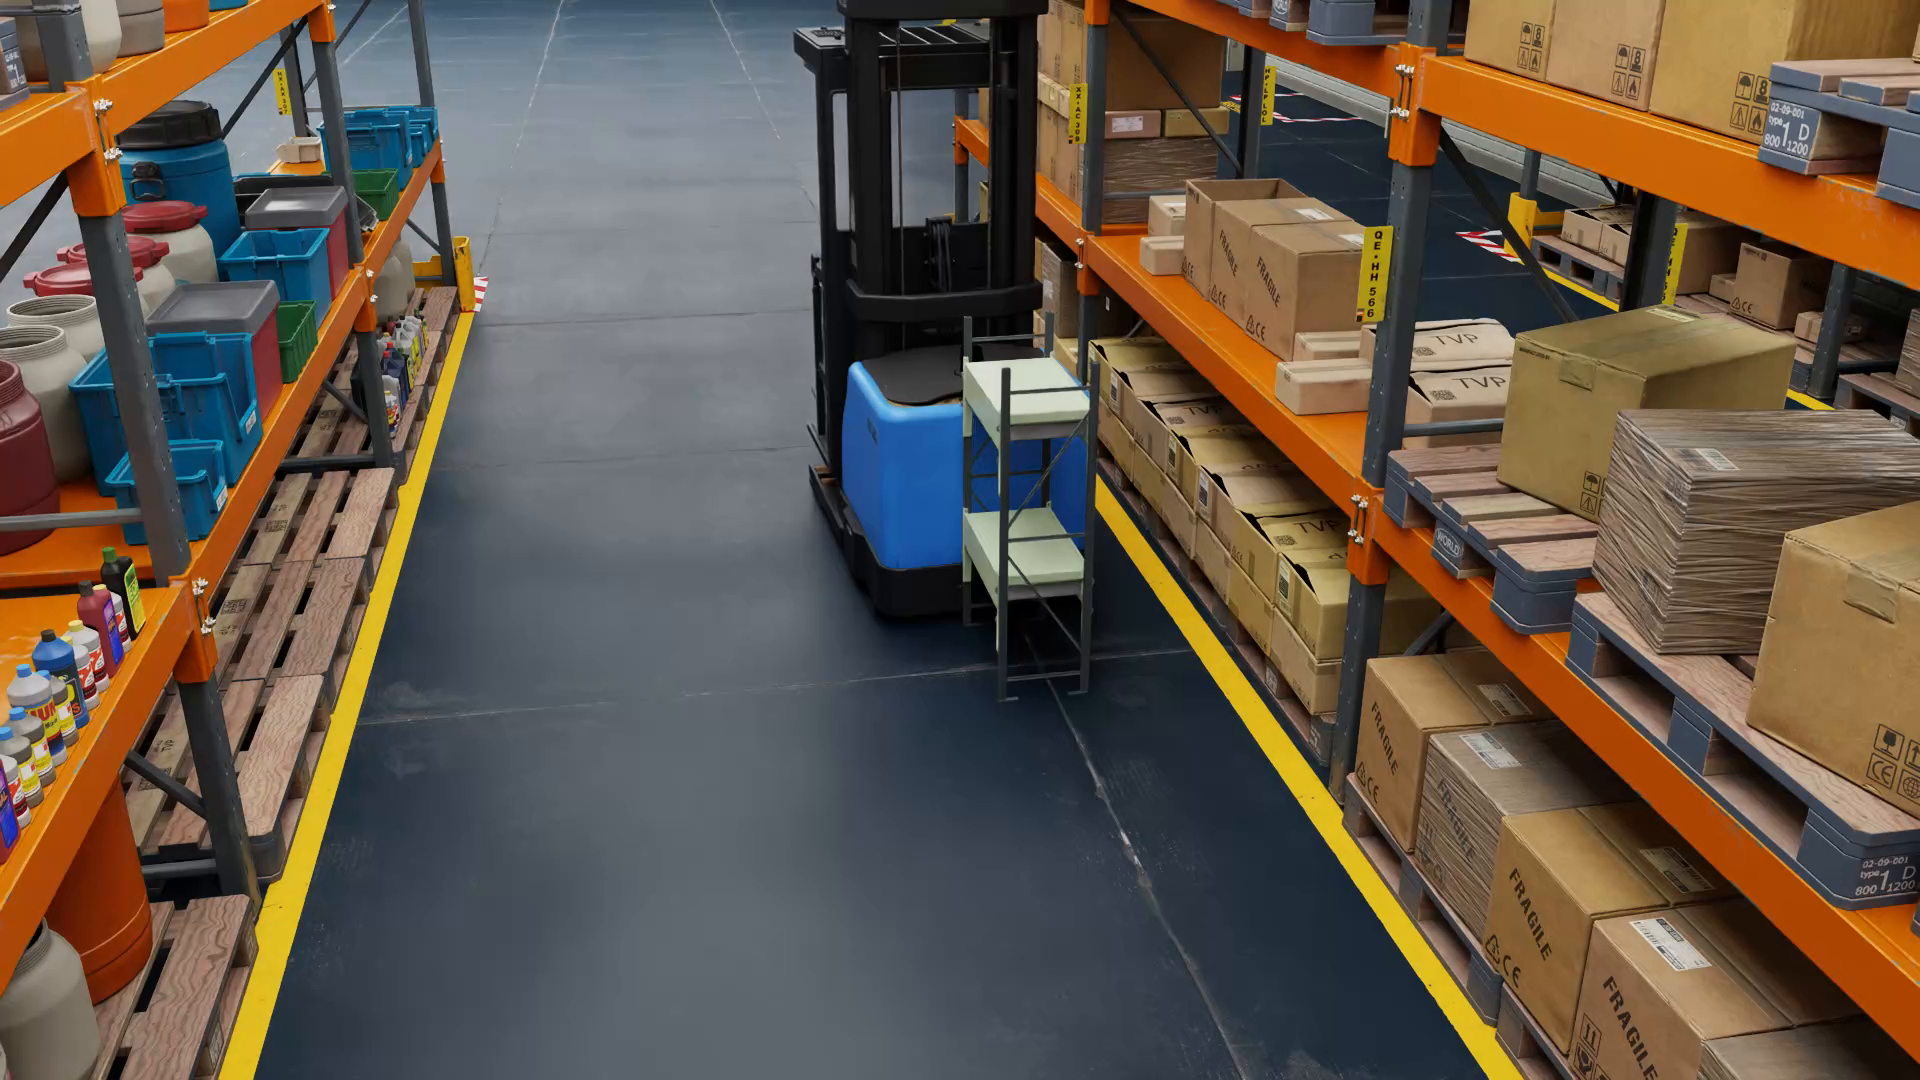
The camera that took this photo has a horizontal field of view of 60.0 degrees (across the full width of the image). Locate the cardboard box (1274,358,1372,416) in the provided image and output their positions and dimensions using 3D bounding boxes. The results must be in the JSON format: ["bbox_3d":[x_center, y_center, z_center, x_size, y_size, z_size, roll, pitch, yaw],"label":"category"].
[{"bbox_3d":[1.503,-0.624,6.744,0.380,0.149,0.250,-4,24,-10],"label":"cardboard box"}]

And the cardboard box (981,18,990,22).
[{"bbox_3d":[0.545,-3.987,12.386,0.700,0.500,0.500,-4,24,-10],"label":"cardboard box"}]

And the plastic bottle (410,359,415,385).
[{"bbox_3d":[-3.473,-1.068,10.395,0.097,0.201,0.097,0,24,0],"label":"plastic bottle"}]

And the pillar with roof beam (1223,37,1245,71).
[{"bbox_3d":[-0.141,-10.860,22.372,9.100,9.000,0.400,-4,24,-10],"label":"pillar with roof beam"}]

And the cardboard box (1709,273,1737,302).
[{"bbox_3d":[5.793,-1.873,12.302,0.380,0.149,0.250,-6,24,-14],"label":"cardboard box"}]

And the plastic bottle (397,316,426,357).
[{"bbox_3d":[-3.617,-1.349,10.945,0.152,0.276,0.135,-4,24,-9],"label":"plastic bottle"}]

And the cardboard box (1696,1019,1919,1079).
[{"bbox_3d":[2.132,1.547,4.035,0.500,0.500,0.500,-4,24,-9],"label":"cardboard box"}]

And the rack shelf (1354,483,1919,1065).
[{"bbox_3d":[2.311,0.711,4.273,1.077,0.370,4.000,-4,24,-10],"label":"rack shelf"}]

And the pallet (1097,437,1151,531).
[{"bbox_3d":[1.376,-0.414,9.434,1.003,0.211,1.213,-4,24,-10],"label":"pallet"}]

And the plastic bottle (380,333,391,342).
[{"bbox_3d":[-3.711,-1.244,10.797,0.097,0.201,0.097,0,24,0],"label":"plastic bottle"}]

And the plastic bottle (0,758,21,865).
[{"bbox_3d":[-2.222,0.590,3.797,0.061,0.283,0.133,-4,24,-10],"label":"plastic bottle"}]

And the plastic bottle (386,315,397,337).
[{"bbox_3d":[-3.722,-1.345,10.925,0.061,0.283,0.133,-4,24,-10],"label":"plastic bottle"}]

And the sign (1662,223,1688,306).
[{"bbox_3d":[2.472,-0.944,5.815,0.100,0.325,0.005,-4,24,-10],"label":"sign"}]

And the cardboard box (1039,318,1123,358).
[{"bbox_3d":[0.818,-1.275,10.832,0.500,0.250,0.500,-4,24,-10],"label":"cardboard box"}]

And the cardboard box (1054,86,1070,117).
[{"bbox_3d":[0.796,-2.716,10.287,0.380,0.149,0.250,-4,24,-10],"label":"cardboard box"}]

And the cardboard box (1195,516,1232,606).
[{"bbox_3d":[1.415,0.073,7.746,0.500,0.250,0.500,-4,24,-9],"label":"cardboard box"}]

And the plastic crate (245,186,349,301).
[{"bbox_3d":[-3.277,-1.475,8.300,0.402,0.464,0.583,-4,24,-10],"label":"plastic crate"}]

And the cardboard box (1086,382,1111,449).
[{"bbox_3d":[1.032,-0.734,9.594,0.500,0.250,0.500,-5,24,-11],"label":"cardboard box"}]

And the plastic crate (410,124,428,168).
[{"bbox_3d":[-3.906,-2.688,11.343,0.499,0.251,0.408,-4,24,-10],"label":"plastic crate"}]

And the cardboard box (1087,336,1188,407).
[{"bbox_3d":[1.033,-0.987,9.473,0.500,0.311,0.500,-4,24,-10],"label":"cardboard box"}]

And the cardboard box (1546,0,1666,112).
[{"bbox_3d":[2.149,-1.456,4.464,0.910,0.500,0.500,-4,24,-10],"label":"cardboard box"}]

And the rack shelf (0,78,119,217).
[{"bbox_3d":[-2.558,-0.299,2.837,1.077,0.370,4.000,-4,24,-10],"label":"rack shelf"}]

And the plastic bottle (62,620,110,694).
[{"bbox_3d":[-2.388,0.316,4.528,0.097,0.201,0.097,0,24,0],"label":"plastic bottle"}]

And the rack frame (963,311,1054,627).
[{"bbox_3d":[0.213,-0.296,7.546,0.400,1.500,0.023,-5,24,-11],"label":"rack frame"}]

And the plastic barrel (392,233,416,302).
[{"bbox_3d":[-4.210,-1.986,12.134,0.421,0.512,0.421,0,24,0],"label":"plastic barrel"}]

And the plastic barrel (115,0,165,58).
[{"bbox_3d":[-2.866,-1.984,5.170,0.600,0.901,0.600,0,24,0],"label":"plastic barrel"}]

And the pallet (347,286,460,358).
[{"bbox_3d":[-4.202,-1.563,12.065,1.003,0.211,1.213,-4,24,-10],"label":"pallet"}]

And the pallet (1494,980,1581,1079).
[{"bbox_3d":[2.264,1.648,4.714,1.003,0.211,1.213,-4,24,-10],"label":"pallet"}]

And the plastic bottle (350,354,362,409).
[{"bbox_3d":[-3.551,-0.939,9.912,0.144,0.351,0.185,-4,24,-10],"label":"plastic bottle"}]

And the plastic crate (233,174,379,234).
[{"bbox_3d":[-3.639,-1.801,9.203,0.767,0.338,0.504,-4,24,-10],"label":"plastic crate"}]

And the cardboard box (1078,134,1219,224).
[{"bbox_3d":[1.113,-2.199,9.912,0.700,0.500,0.500,-5,24,-11],"label":"cardboard box"}]

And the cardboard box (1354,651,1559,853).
[{"bbox_3d":[1.744,0.739,5.885,0.500,0.500,0.500,-3,24,-7],"label":"cardboard box"}]

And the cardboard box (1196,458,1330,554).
[{"bbox_3d":[1.409,-0.185,7.637,0.500,0.311,0.500,-4,24,-10],"label":"cardboard box"}]

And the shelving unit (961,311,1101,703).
[{"bbox_3d":[0.286,-0.151,7.218,0.431,1.500,0.755,-5,24,-11],"label":"shelving unit"}]

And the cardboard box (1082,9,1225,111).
[{"bbox_3d":[1.113,-2.793,9.652,0.700,0.500,0.500,-4,24,-9],"label":"cardboard box"}]

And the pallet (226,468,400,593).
[{"bbox_3d":[-3.484,-0.030,8.554,1.003,0.211,1.213,-4,24,-10],"label":"pallet"}]

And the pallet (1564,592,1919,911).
[{"bbox_3d":[2.305,0.447,4.218,1.003,0.211,1.213,-4,24,-10],"label":"pallet"}]

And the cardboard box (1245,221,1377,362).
[{"bbox_3d":[1.614,-1.110,7.419,0.500,0.500,0.500,-6,24,-13],"label":"cardboard box"}]

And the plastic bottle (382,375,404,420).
[{"bbox_3d":[-3.382,-0.850,9.802,0.152,0.276,0.135,-3,24,-8],"label":"plastic bottle"}]

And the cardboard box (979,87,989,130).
[{"bbox_3d":[0.535,-3.413,12.693,0.700,0.500,0.500,-4,24,-10],"label":"cardboard box"}]

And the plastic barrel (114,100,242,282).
[{"bbox_3d":[-3.894,-1.669,8.197,0.600,0.901,0.708,-4,24,-10],"label":"plastic barrel"}]

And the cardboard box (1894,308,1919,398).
[{"bbox_3d":[6.221,-1.115,10.128,0.700,0.500,0.500,-3,24,-8],"label":"cardboard box"}]

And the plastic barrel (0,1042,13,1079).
[{"bbox_3d":[-2.612,1.508,4.038,0.600,0.588,0.708,-4,24,-10],"label":"plastic barrel"}]

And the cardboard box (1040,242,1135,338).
[{"bbox_3d":[0.820,-1.619,10.682,0.500,0.500,0.500,-4,24,-10],"label":"cardboard box"}]

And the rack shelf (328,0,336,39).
[{"bbox_3d":[-4.037,-3.445,10.042,1.077,0.370,4.000,-4,24,-10],"label":"rack shelf"}]

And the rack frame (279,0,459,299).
[{"bbox_3d":[-4.407,-3.187,12.299,1.000,3.000,0.127,-4,24,-10],"label":"rack frame"}]

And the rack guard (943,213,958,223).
[{"bbox_3d":[0.457,-2.416,13.657,1.175,0.500,0.348,-4,24,-10],"label":"rack guard"}]

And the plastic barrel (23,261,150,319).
[{"bbox_3d":[-3.490,-0.825,6.721,0.433,0.535,0.433,0,24,0],"label":"plastic barrel"}]

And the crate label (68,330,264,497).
[{"bbox_3d":[-2.846,-0.467,6.028,0.502,0.435,0.616,-4,24,-10],"label":"crate label"}]

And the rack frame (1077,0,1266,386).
[{"bbox_3d":[1.201,-1.979,9.533,1.000,3.000,0.127,-4,24,-10],"label":"rack frame"}]

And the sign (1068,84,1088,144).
[{"bbox_3d":[0.656,-2.370,9.249,0.100,0.325,0.005,-4,24,-10],"label":"sign"}]

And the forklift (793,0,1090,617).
[{"bbox_3d":[-0.221,-1.548,8.633,1.130,2.935,3.031,-6,24,-13],"label":"forklift"}]
